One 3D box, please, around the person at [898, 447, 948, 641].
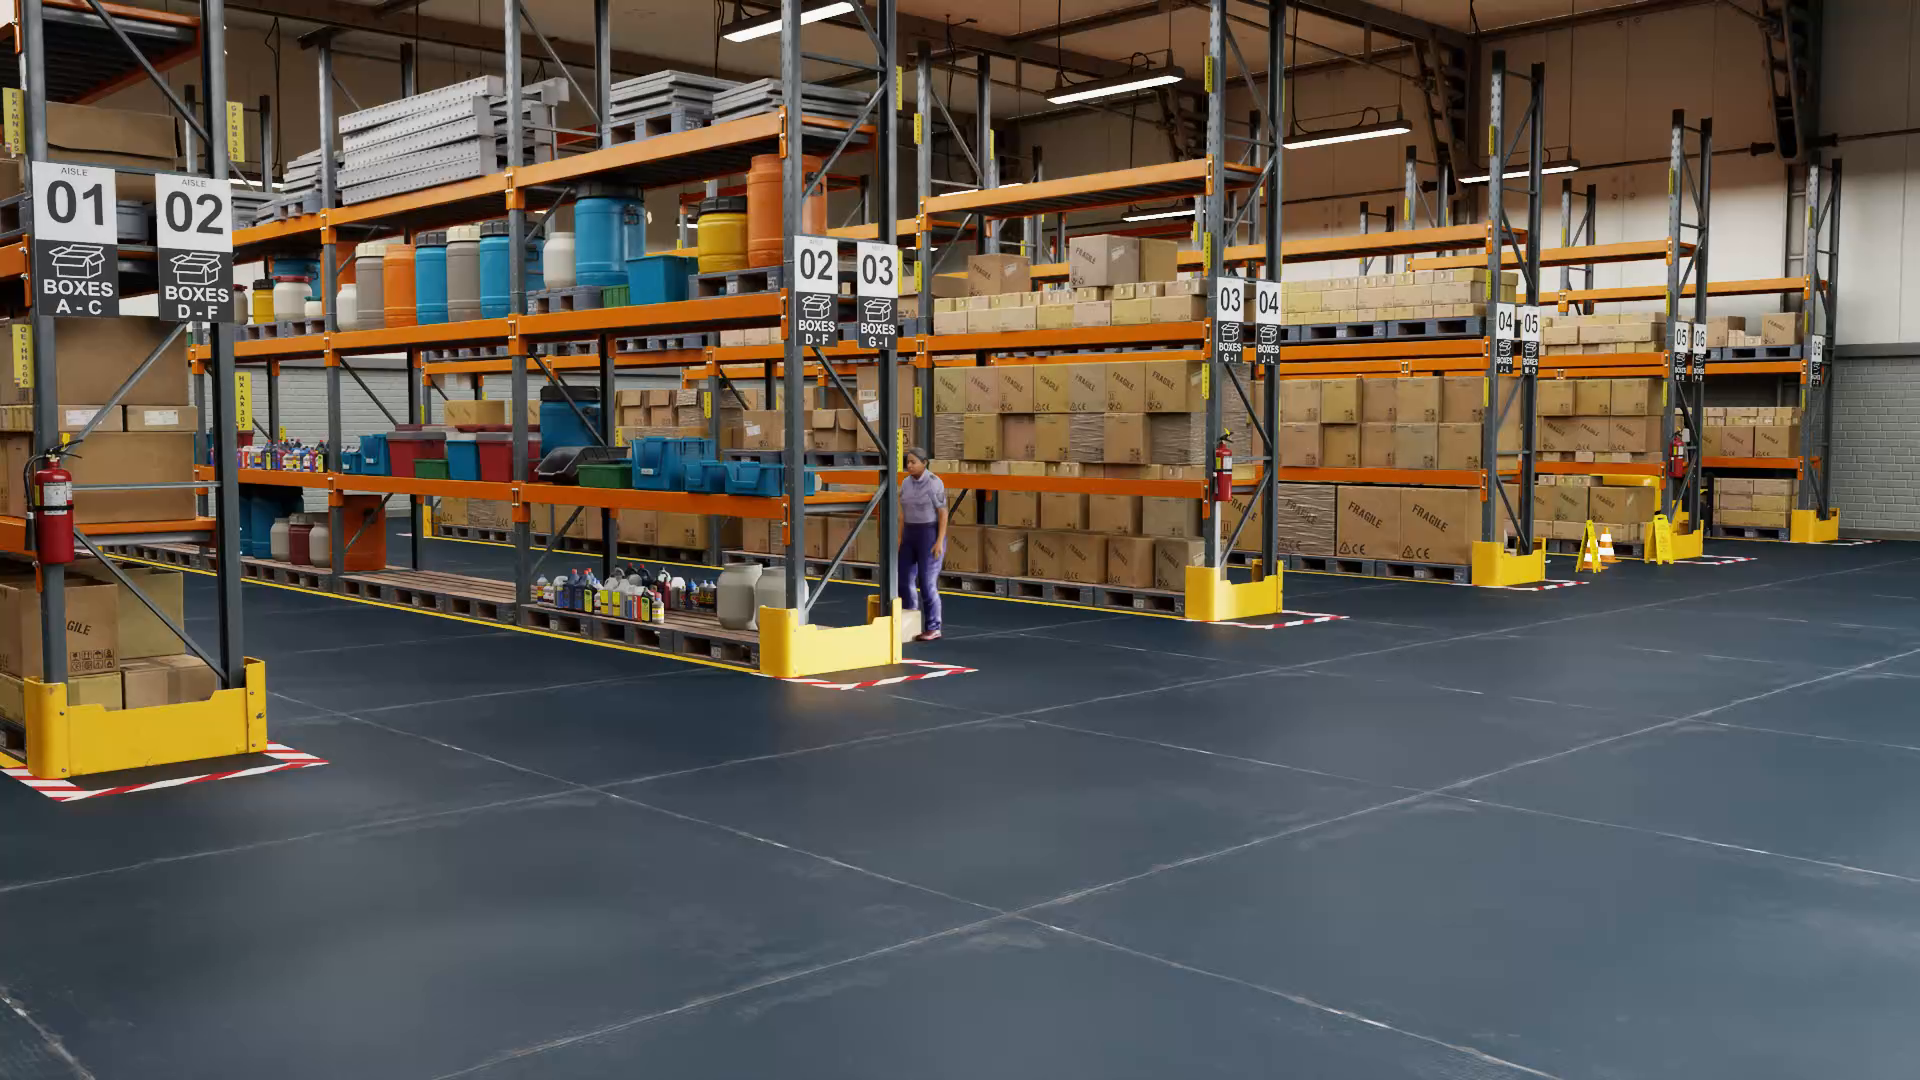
[{"bbox_3d":[-0.345,0.021,14.308,0.553,1.650,0.374,4,6,43],"label":"person"}]
